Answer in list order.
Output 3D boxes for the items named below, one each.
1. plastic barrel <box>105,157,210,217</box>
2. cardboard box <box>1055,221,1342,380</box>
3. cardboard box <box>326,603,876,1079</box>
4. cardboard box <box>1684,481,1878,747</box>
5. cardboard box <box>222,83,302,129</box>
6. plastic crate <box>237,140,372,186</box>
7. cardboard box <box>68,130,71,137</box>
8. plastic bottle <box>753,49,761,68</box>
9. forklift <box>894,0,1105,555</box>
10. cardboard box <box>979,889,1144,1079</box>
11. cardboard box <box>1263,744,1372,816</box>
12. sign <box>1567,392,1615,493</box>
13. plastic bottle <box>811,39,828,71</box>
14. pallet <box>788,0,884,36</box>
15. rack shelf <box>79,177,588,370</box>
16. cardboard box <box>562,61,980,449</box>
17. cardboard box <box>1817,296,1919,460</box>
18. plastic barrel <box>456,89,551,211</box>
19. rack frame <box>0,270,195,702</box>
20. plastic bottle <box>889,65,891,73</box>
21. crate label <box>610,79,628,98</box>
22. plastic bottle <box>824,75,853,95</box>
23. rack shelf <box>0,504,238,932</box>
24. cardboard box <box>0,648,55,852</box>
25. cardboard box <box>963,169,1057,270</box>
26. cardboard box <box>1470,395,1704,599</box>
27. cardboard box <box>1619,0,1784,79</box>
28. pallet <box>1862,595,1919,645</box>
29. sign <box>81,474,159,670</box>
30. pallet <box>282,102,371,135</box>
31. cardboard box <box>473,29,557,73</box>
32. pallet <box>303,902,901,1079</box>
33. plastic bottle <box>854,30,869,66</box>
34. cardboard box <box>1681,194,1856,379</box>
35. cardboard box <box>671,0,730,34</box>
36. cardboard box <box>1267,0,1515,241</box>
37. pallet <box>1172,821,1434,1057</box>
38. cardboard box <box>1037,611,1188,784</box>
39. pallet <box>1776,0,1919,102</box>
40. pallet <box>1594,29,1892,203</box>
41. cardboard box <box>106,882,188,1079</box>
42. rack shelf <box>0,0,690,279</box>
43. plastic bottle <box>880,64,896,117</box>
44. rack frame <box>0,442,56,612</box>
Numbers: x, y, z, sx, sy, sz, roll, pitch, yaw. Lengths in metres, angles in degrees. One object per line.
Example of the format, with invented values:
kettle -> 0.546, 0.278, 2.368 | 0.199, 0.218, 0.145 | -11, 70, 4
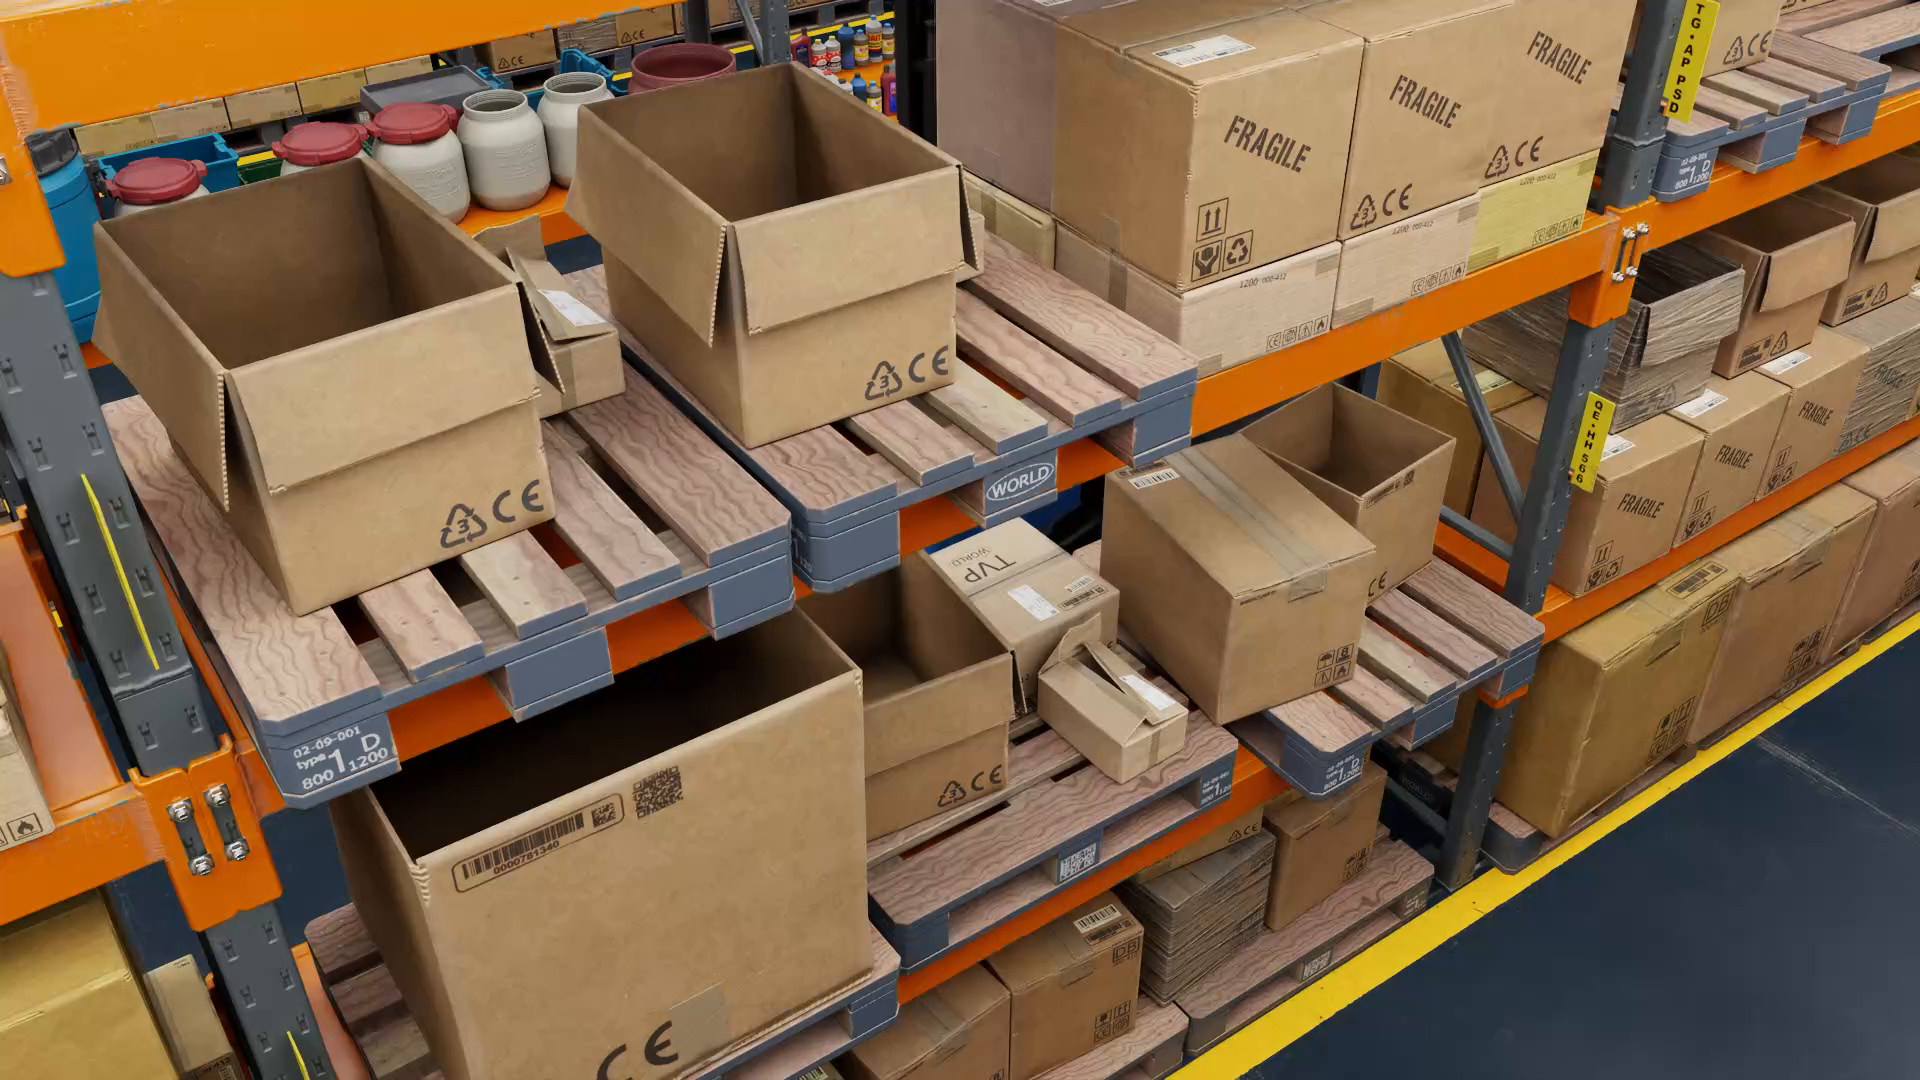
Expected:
plastic barrel -> -3.574, -1.412, 7.528 | 0.433, 0.535, 0.433 | 0, 36, 0
cardboard box -> 0.584, -0.660, 4.158 | 0.500, 0.250, 0.500 | -21, 41, -27
cardboard box -> -0.899, 0.610, 3.960 | 1.000, 1.000, 1.000 | -22, 41, -28
cardboard box -> 2.950, 0.053, 7.068 | 0.875, 0.875, 1.225 | -22, 41, -28
cardboard box -> -5.185, -3.268, 12.221 | 0.500, 0.250, 0.500 | -21, 41, -27
plastic crate -> -3.221, -1.774, 8.329 | 0.662, 0.188, 0.450 | -22, 41, -28
cardboard box -> -6.441, -2.748, 11.497 | 0.500, 0.250, 0.500 | -21, 41, -27
plastic bottle -> -1.128, -2.777, 9.642 | 0.133, 0.283, 0.061 | -22, 41, -28
forklift -> 0.495, -1.516, 7.848 | 1.130, 2.935, 3.031 | 27, 44, 33
cardboard box -> 0.199, 1.337, 5.587 | 0.500, 0.500, 0.700 | -19, 40, -24
cardboard box -> 1.110, 0.650, 5.899 | 0.500, 0.250, 0.500 | -21, 41, -26
sign -> 1.961, -0.303, 5.179 | 0.005, 0.325, 0.100 | -22, 41, -28
plastic bottle -> -0.834, -2.852, 9.816 | 0.097, 0.201, 0.097 | 0, 36, 0
pallet -> -1.436, -4.772, 14.704 | 1.213, 0.211, 1.003 | -22, 41, -28
rack shelf -> -2.847, -1.520, 8.411 | 4.000, 0.370, 1.077 | -22, 41, -28
cardboard box -> -0.418, -0.634, 3.545 | 0.637, 0.503, 0.797 | -21, 41, -26
cardboard box -> 3.442, -0.711, 6.584 | 0.500, 0.500, 0.500 | -22, 41, -28
plastic barrel -> -2.275, -1.941, 8.284 | 0.421, 0.512, 0.421 | 0, 36, 0
rack frame -> -1.629, -1.211, 2.227 | 0.127, 3.000, 1.000 | -22, 41, -28
plastic bottle -> -0.381, -2.604, 9.472 | 0.097, 0.201, 0.097 | 0, 36, 0
crate label -> -1.773, -2.454, 9.237 | 0.416, 0.233, 0.303 | -22, 41, -28
plastic bottle -> -0.673, -2.426, 9.160 | 0.135, 0.276, 0.152 | -22, 41, -28
rack shelf -> -3.264, 0.971, 2.378 | 4.000, 0.370, 1.077 | -22, 41, -28
cardboard box -> -1.851, 0.345, 2.760 | 0.500, 0.250, 0.500 | -21, 41, -26
cardboard box -> 0.275, -0.891, 4.480 | 0.500, 0.250, 0.500 | -21, 41, -27
cardboard box -> 2.195, -0.195, 5.867 | 0.500, 0.500, 0.500 | -21, 41, -27
cardboard box -> 2.098, -1.791, 5.154 | 0.637, 0.503, 0.797 | -20, 40, -25
pallet -> 4.323, -0.039, 8.123 | 1.213, 0.211, 1.003 | -22, 41, -28
sign -> -1.310, 0.053, 2.595 | 0.005, 0.325, 0.100 | -22, 41, -28
pallet -> -4.758, -3.460, 12.880 | 1.213, 0.211, 1.003 | -22, 41, -28
cardboard box -> -3.526, -4.031, 13.050 | 0.500, 0.500, 0.500 | -21, 41, -26
pallet -> -0.920, 1.115, 4.296 | 1.213, 0.211, 1.003 | -22, 41, -28
plastic bottle -> -0.595, -2.950, 9.953 | 0.097, 0.201, 0.097 | 0, 36, 0
cardboard box -> 2.782, -1.025, 6.161 | 0.637, 0.503, 0.797 | -21, 41, -27
cardboard box -> -2.265, -4.554, 13.777 | 0.500, 0.500, 0.500 | -24, 42, -29
cardboard box -> 0.982, -1.125, 4.162 | 0.500, 0.500, 0.500 | -22, 41, -28
pallet -> 1.001, 1.273, 6.299 | 1.213, 0.211, 1.003 | -22, 41, -28
cardboard box -> 0.433, 0.453, 4.807 | 0.258, 0.266, 0.396 | -24, 42, -29
pallet -> 3.049, -1.882, 5.890 | 1.213, 0.211, 1.003 | -20, 40, -26
pallet -> 2.137, -1.504, 5.365 | 1.003, 0.211, 1.213 | -20, 40, -26
cardboard box -> -2.032, 1.185, 3.693 | 0.500, 0.500, 0.875 | -22, 41, -28
rack shelf -> 0.006, -1.429, 3.489 | 4.000, 0.370, 1.077 | -22, 41, -28
plastic bottle -> -0.378, -2.518, 9.281 | 0.133, 0.283, 0.061 | -22, 41, -28
rack frame -> -4.482, -1.140, 7.265 | 0.127, 3.000, 1.000 | -22, 41, -28
